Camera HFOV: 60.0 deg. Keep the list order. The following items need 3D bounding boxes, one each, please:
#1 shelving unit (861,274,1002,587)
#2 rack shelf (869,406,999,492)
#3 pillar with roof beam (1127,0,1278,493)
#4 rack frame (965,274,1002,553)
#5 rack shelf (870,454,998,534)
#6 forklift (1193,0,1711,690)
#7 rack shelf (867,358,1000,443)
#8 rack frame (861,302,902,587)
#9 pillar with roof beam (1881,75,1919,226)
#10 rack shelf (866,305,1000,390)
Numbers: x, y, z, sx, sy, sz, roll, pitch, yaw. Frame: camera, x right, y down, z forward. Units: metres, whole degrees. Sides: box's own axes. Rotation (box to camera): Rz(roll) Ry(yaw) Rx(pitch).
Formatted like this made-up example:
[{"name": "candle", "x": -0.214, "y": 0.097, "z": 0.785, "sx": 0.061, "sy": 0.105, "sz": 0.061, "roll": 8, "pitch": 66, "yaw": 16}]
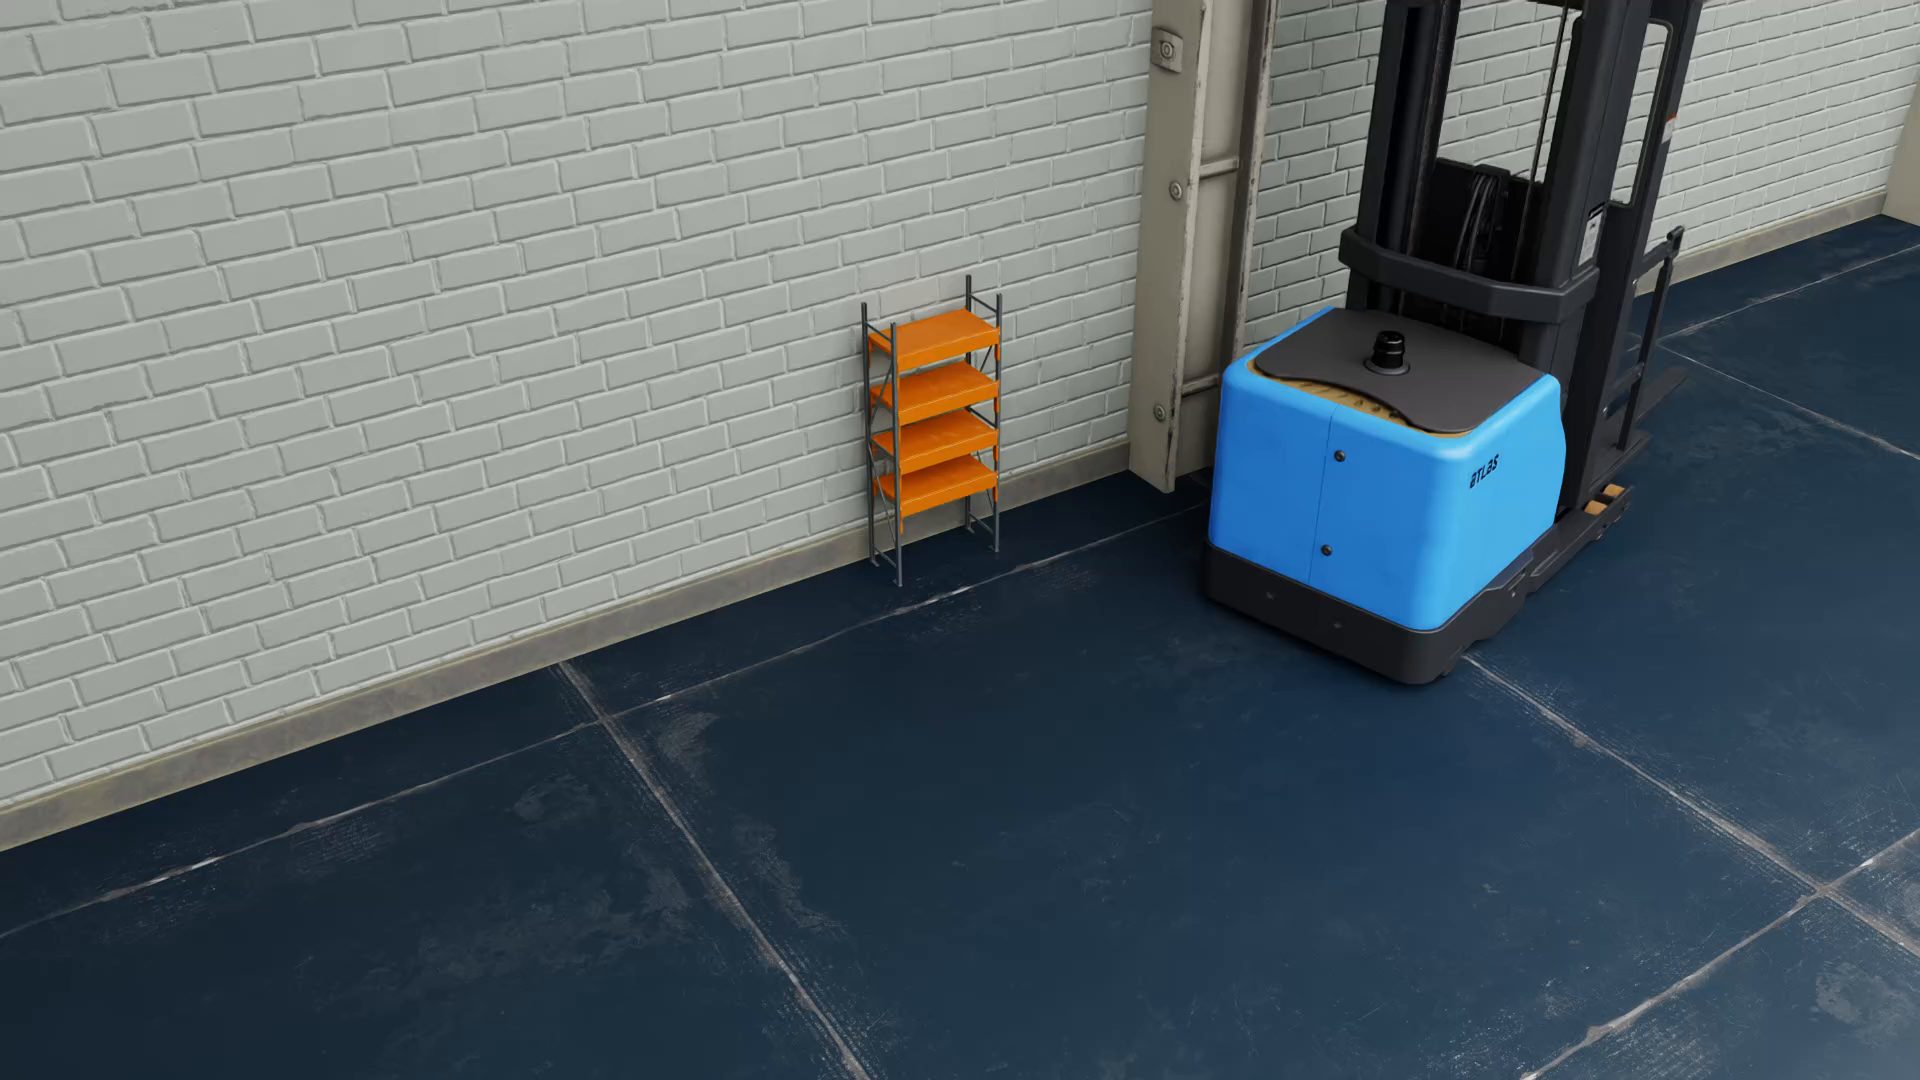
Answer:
[{"name": "shelving unit", "x": -0.109, "y": -0.437, "z": 6.817, "sx": 0.503, "sy": 1.200, "sz": 0.258, "roll": -19, "pitch": 37, "yaw": -28}, {"name": "rack shelf", "x": -0.109, "y": -0.380, "z": 6.853, "sx": 0.480, "sy": 0.148, "sz": 0.258, "roll": -19, "pitch": 37, "yaw": -28}, {"name": "pillar with roof beam", "x": 3.352, "y": -2.213, "z": 2.324, "sx": 0.400, "sy": 9.000, "sz": 9.100, "roll": -19, "pitch": 37, "yaw": -27}, {"name": "rack frame", "x": 0.094, "y": -0.508, "z": 6.930, "sx": 0.015, "sy": 1.200, "sz": 0.240, "roll": -19, "pitch": 37, "yaw": -28}, {"name": "rack shelf", "x": -0.110, "y": -0.212, "z": 6.959, "sx": 0.480, "sy": 0.148, "sz": 0.258, "roll": -19, "pitch": 37, "yaw": -28}, {"name": "forklift", "x": 2.303, "y": -1.386, "z": 6.700, "sx": 1.130, "sy": 2.935, "sz": 3.031, "roll": 25, "pitch": 40, "yaw": 34}, {"name": "rack shelf", "x": -0.109, "y": -0.569, "z": 6.733, "sx": 0.480, "sy": 0.148, "sz": 0.258, "roll": -19, "pitch": 37, "yaw": -28}, {"name": "rack frame", "x": -0.313, "y": -0.365, "z": 6.704, "sx": 0.015, "sy": 1.200, "sz": 0.240, "roll": -19, "pitch": 37, "yaw": -28}, {"name": "pillar with roof beam", "x": 8.395, "y": -3.947, "z": 5.073, "sx": 0.400, "sy": 9.000, "sz": 9.100, "roll": -19, "pitch": 37, "yaw": -27}, {"name": "rack shelf", "x": -0.109, "y": -0.769, "z": 6.607, "sx": 0.480, "sy": 0.148, "sz": 0.258, "roll": -19, "pitch": 37, "yaw": -28}]
